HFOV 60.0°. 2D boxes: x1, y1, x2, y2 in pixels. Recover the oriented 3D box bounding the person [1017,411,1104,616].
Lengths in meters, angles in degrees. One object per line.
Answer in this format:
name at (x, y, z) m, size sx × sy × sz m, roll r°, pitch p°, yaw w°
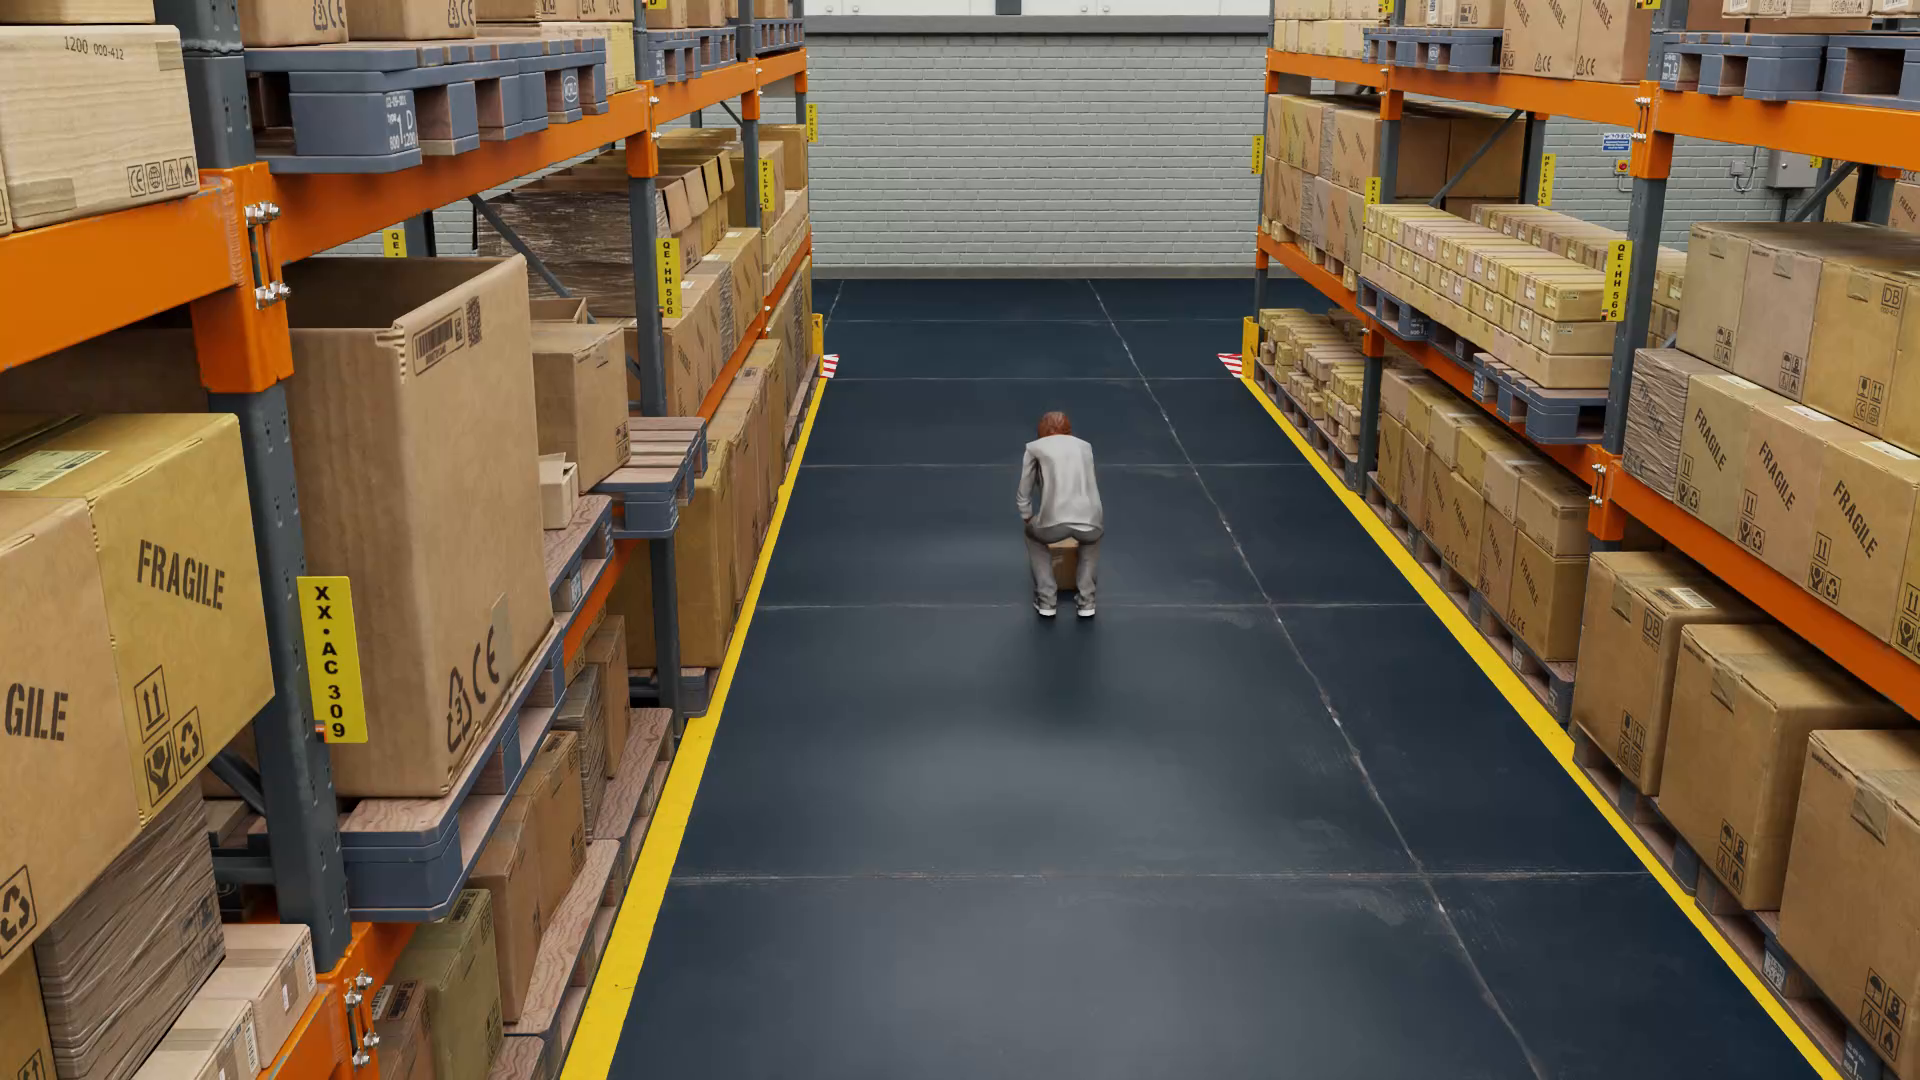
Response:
person at (0.540, -0.126, 8.931) m, size 0.456 × 1.022 × 0.769 m, roll 0°, pitch 17°, yaw -1°
